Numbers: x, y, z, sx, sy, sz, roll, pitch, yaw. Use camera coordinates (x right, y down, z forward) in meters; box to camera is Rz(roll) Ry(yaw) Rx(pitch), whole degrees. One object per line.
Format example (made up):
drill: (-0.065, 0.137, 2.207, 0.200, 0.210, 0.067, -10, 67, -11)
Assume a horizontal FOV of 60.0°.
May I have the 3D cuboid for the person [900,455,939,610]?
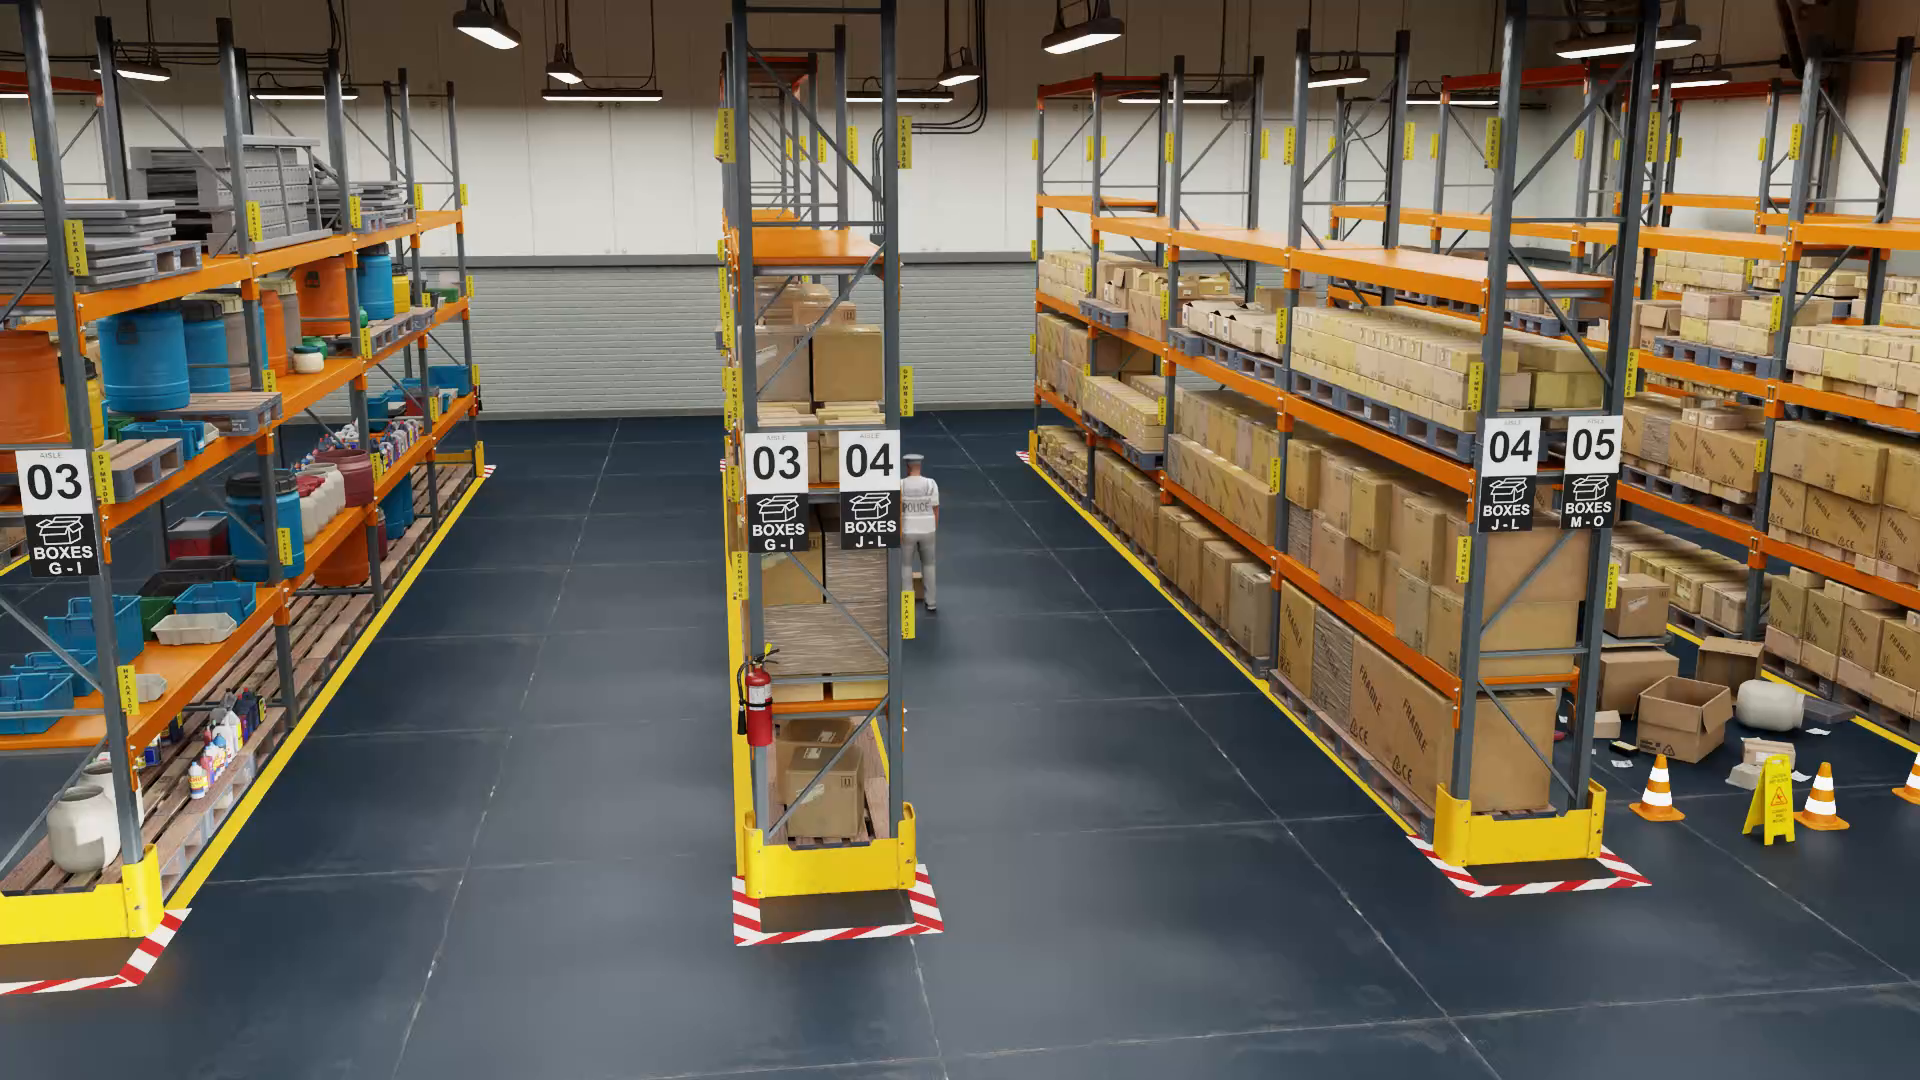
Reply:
person: (-0.503, -0.081, 18.361, 0.531, 1.739, 0.391, -2, 13, -7)
